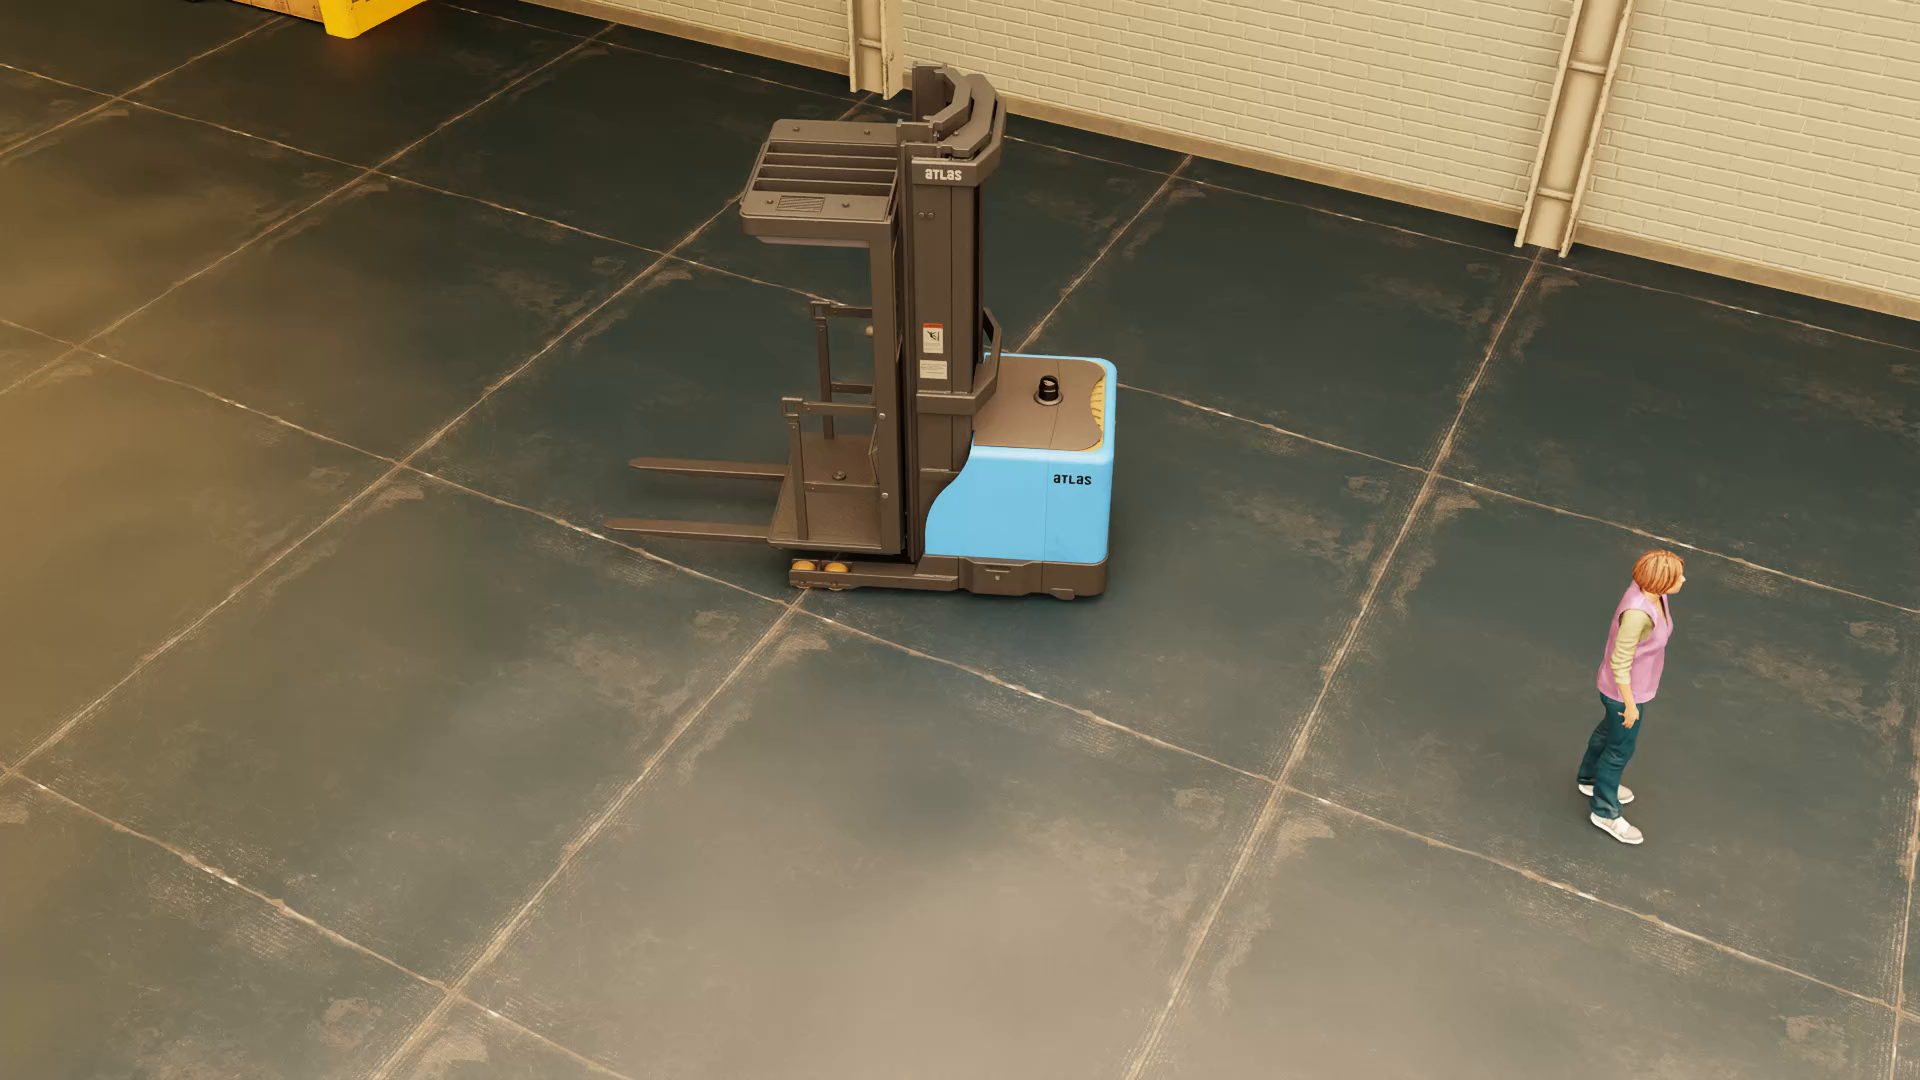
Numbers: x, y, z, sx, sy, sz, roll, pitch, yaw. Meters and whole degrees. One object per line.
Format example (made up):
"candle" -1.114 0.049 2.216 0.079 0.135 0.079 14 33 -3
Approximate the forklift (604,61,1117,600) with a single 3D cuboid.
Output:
"forklift" -0.606 -1.157 9.360 3.031 2.935 1.130 3 40 4

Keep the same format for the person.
"person" 3.347 0.732 8.142 0.475 1.597 0.520 19 44 21
